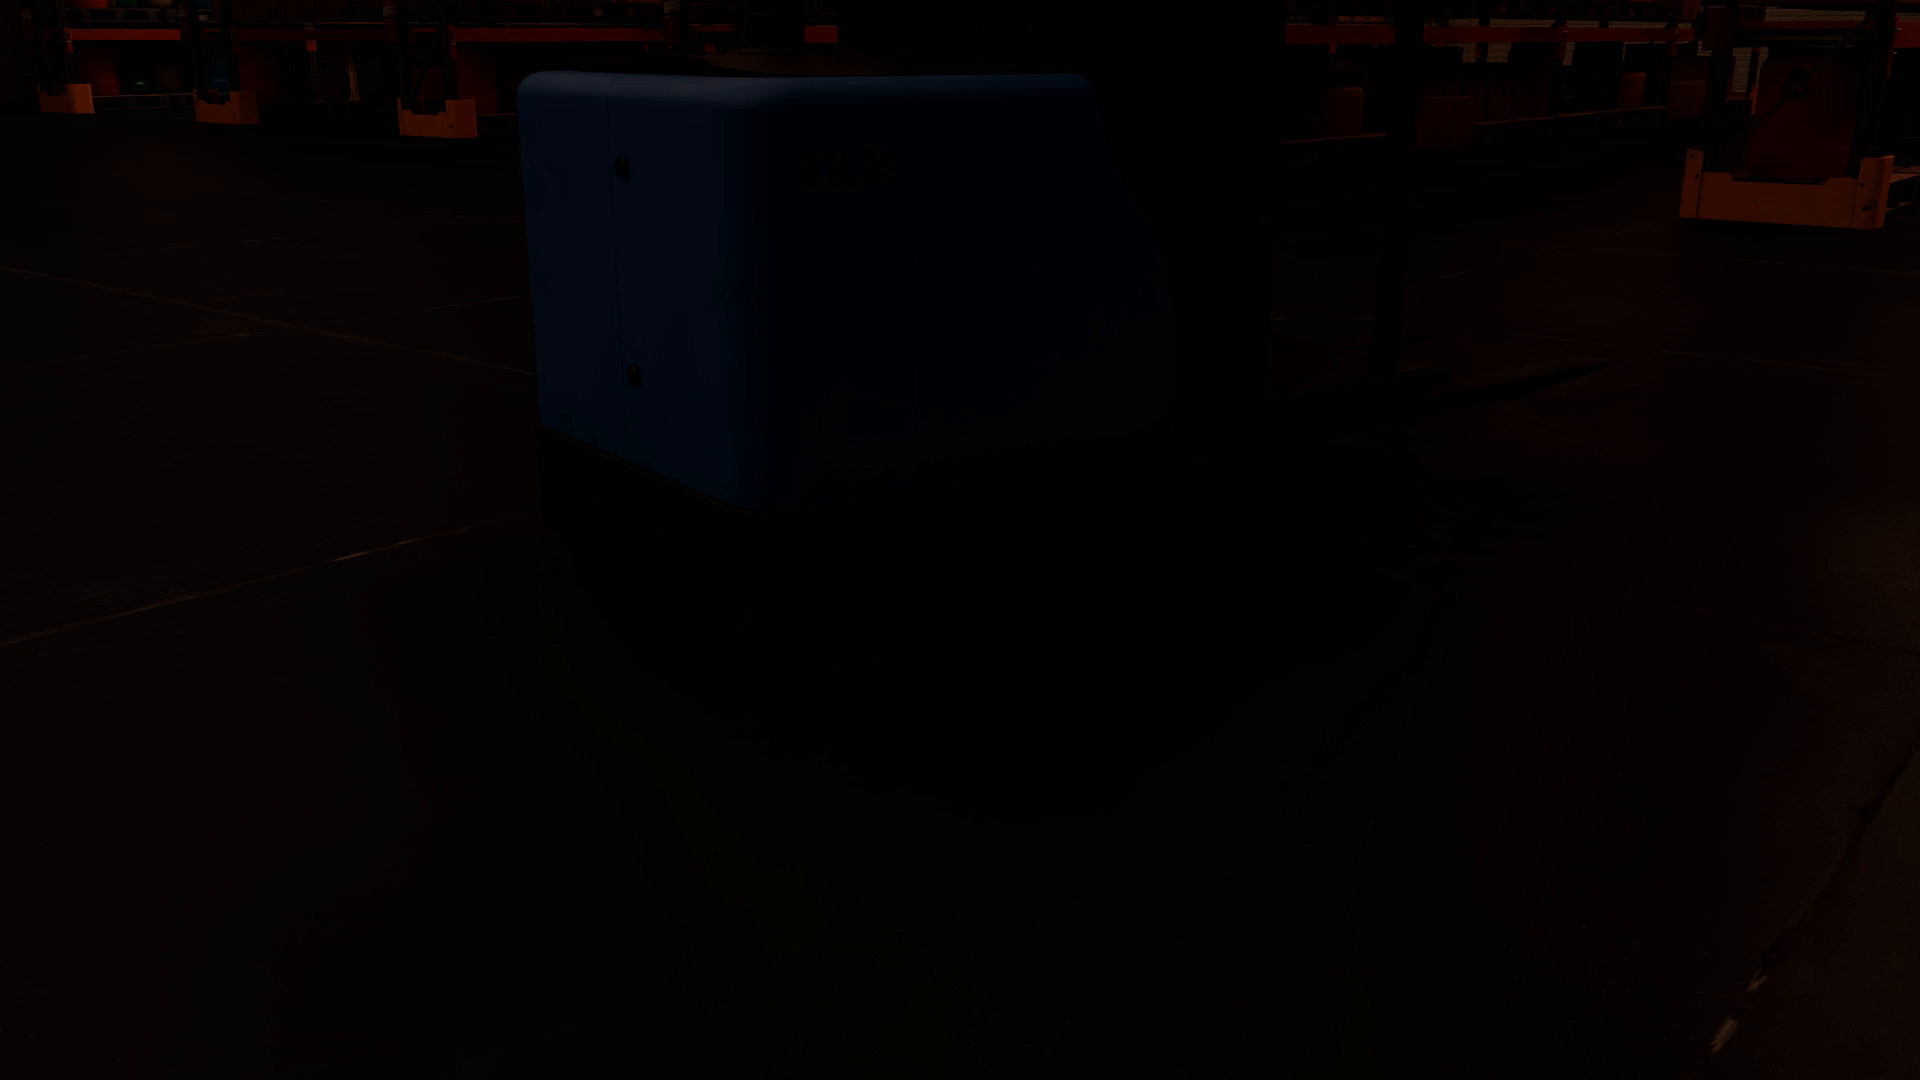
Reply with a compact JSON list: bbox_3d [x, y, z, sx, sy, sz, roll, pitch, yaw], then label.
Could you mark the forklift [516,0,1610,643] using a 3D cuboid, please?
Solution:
[{"bbox_3d":[0.517,-1.528,3.930,3.031,2.935,1.130,-12,21,-35],"label":"forklift"}]
